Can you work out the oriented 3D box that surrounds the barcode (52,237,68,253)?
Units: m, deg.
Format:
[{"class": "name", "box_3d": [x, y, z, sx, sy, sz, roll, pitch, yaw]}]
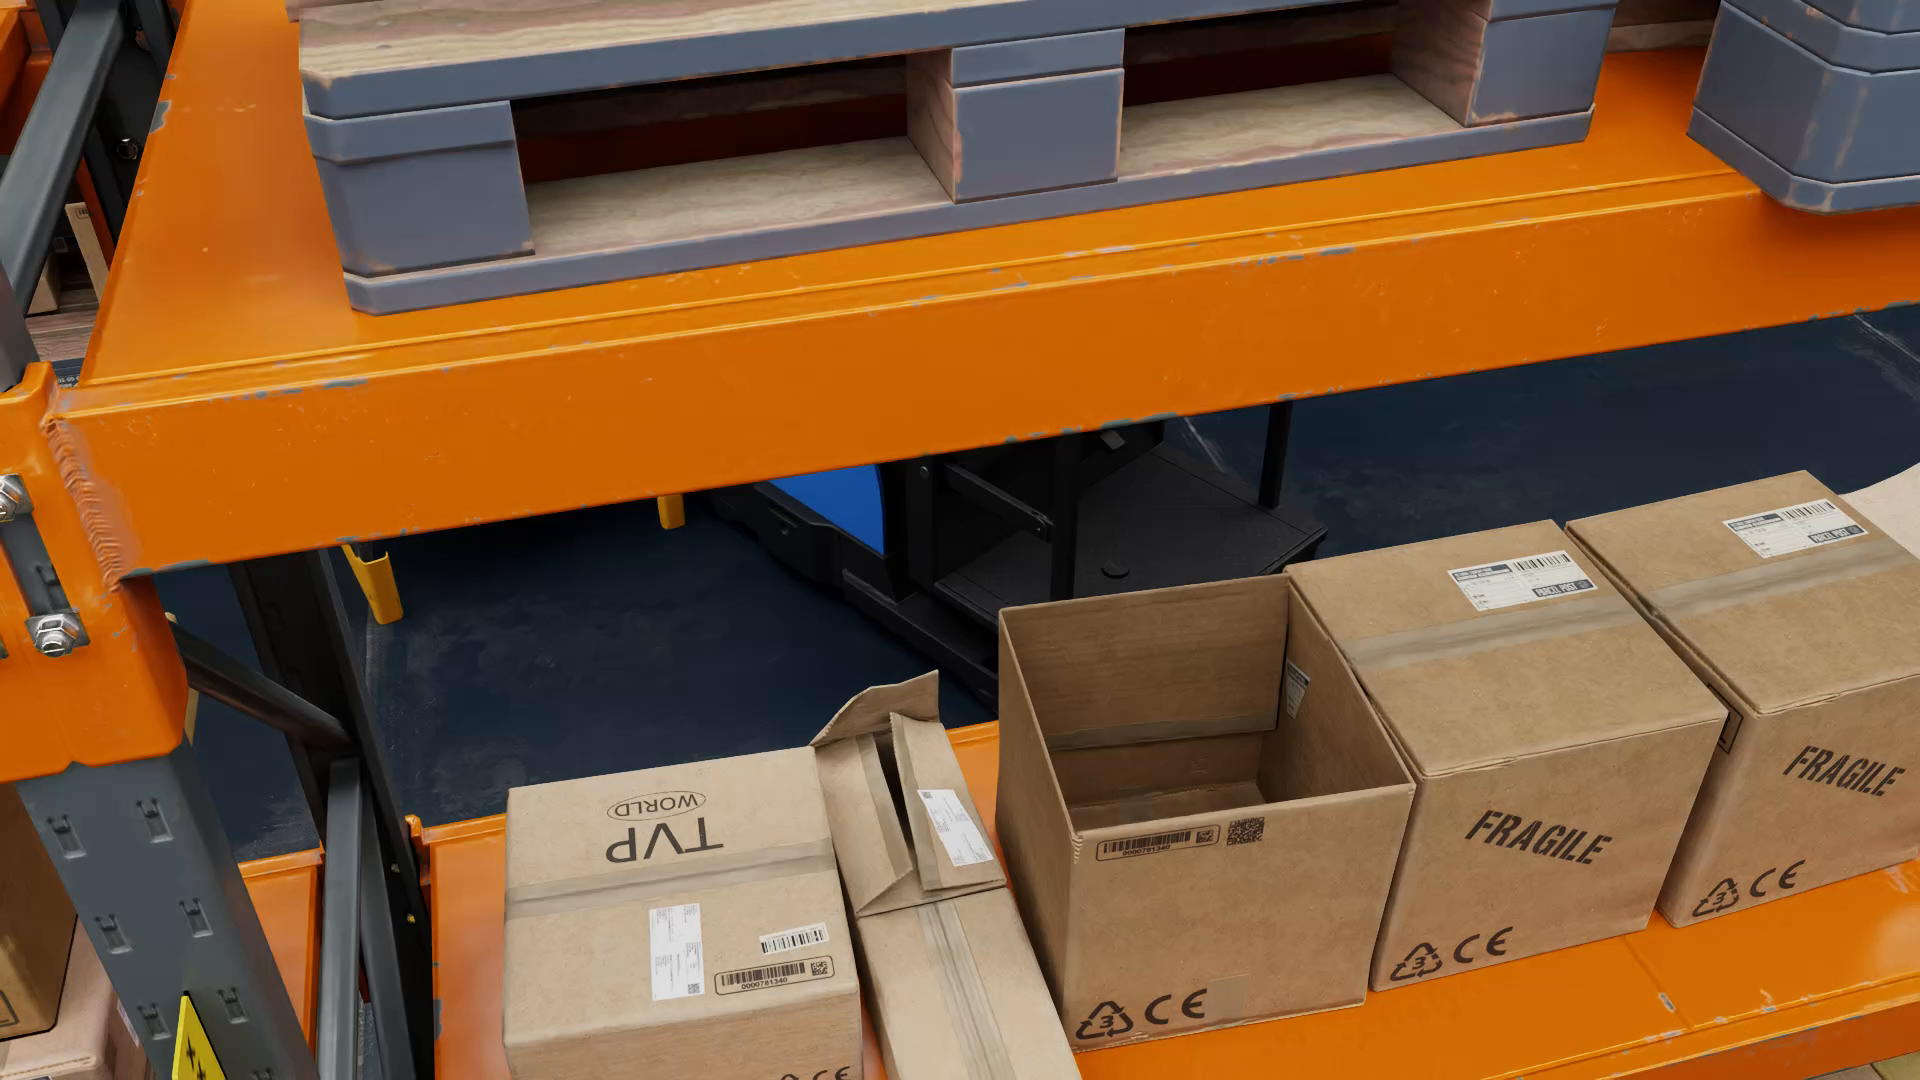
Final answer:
[{"class": "barcode", "box_3d": [-3.658, -1.194, 6.735, 0.075, 0.075, 0.001, -9, 38, -12]}]

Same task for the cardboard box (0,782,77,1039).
[{"class": "cardboard box", "box_3d": [-1.328, 0.177, 1.899, 0.500, 0.500, 0.700, -9, 38, -12]}]

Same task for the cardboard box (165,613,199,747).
[{"class": "cardboard box", "box_3d": [-1.212, 0.290, 2.286, 0.250, 0.149, 0.380, -9, 38, -12]}]

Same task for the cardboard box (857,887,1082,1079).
[{"class": "cardboard box", "box_3d": [0.007, 0.738, 2.524, 0.250, 0.149, 0.380, -9, 38, -12]}]

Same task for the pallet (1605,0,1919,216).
[{"class": "pallet", "box_3d": [1.249, -0.753, 1.952, 1.213, 0.211, 1.003, -8, 38, -10]}]

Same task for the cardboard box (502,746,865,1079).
[{"class": "cardboard box", "box_3d": [-0.438, 0.614, 2.602, 0.500, 0.250, 0.500, -7, 38, -9]}]

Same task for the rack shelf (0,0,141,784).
[{"class": "rack shelf", "box_3d": [-2.832, 0.069, 1.314, 4.000, 0.370, 1.077, -9, 38, -12]}]

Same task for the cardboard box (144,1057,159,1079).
[{"class": "cardboard box", "box_3d": [-1.328, 0.693, 2.293, 0.500, 0.500, 0.700, -10, 39, -13]}]

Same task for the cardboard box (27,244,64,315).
[{"class": "cardboard box", "box_3d": [-3.746, -1.048, 6.635, 0.250, 0.149, 0.380, -12, 39, -16]}]

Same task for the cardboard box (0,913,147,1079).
[{"class": "cardboard box", "box_3d": [-1.108, 0.530, 1.973, 0.250, 0.149, 0.380, -9, 38, -12]}]

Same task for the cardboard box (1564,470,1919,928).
[{"class": "cardboard box", "box_3d": [1.344, 0.260, 2.859, 0.500, 0.500, 0.500, -11, 39, -14]}]

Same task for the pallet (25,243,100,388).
[{"class": "pallet", "box_3d": [-4.016, -0.817, 6.644, 1.213, 0.211, 1.003, -9, 38, -12]}]

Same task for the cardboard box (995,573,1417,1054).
[{"class": "cardboard box", "box_3d": [0.353, 0.423, 2.646, 0.500, 0.500, 0.500, -7, 38, -9]}]

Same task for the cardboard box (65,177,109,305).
[{"class": "cardboard box", "box_3d": [-3.188, -1.241, 6.598, 0.500, 0.500, 0.500, -12, 39, -15]}]

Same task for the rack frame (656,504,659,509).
[{"class": "rack frame", "box_3d": [-1.137, -0.793, 5.552, 0.032, 1.500, 0.500, -20, 42, -24]}]

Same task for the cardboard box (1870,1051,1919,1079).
[{"class": "cardboard box", "box_3d": [2.019, 1.041, 3.376, 0.500, 0.311, 0.500, -10, 39, -13]}]

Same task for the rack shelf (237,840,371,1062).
[{"class": "rack shelf", "box_3d": [-2.832, 1.261, 2.225, 4.000, 0.370, 1.077, -9, 38, -12]}]

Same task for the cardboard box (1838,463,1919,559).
[{"class": "cardboard box", "box_3d": [2.046, 0.088, 3.239, 0.500, 0.311, 0.500, -10, 38, -12]}]

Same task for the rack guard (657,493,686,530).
[{"class": "rack guard", "box_3d": [-1.138, -0.296, 5.931, 0.087, 0.250, 0.587, -20, 42, -24]}]

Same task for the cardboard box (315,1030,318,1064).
[{"class": "cardboard box", "box_3d": [-1.431, 1.176, 3.045, 0.500, 0.500, 0.500, -9, 38, -12]}]

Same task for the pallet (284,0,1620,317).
[{"class": "pallet", "box_3d": [-0.053, -0.604, 1.760, 1.217, 0.209, 0.805, -11, 39, -14]}]

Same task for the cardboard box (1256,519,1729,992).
[{"class": "cardboard box", "box_3d": [0.836, 0.344, 2.750, 0.500, 0.500, 0.500, -9, 38, -12]}]

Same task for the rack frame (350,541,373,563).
[{"class": "rack frame", "box_3d": [-2.010, -0.476, 5.138, 0.032, 1.500, 0.500, -20, 42, -24]}]

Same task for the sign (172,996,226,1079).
[{"class": "sign", "box_3d": [-0.755, 0.608, 1.708, 0.005, 0.325, 0.100, -9, 38, -12]}]

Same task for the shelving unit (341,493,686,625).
[{"class": "shelving unit", "box_3d": [-1.565, -0.637, 5.349, 1.083, 1.500, 0.587, -20, 42, -24]}]

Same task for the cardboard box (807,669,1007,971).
[{"class": "cardboard box", "box_3d": [-0.101, 0.465, 2.784, 0.258, 0.266, 0.396, -10, 39, -13]}]

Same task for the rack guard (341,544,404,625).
[{"class": "rack guard", "box_3d": [-1.993, 0.014, 5.526, 0.087, 0.250, 0.587, -20, 42, -24]}]

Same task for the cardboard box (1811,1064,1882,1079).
[{"class": "cardboard box", "box_3d": [1.530, 1.119, 3.274, 0.500, 0.311, 0.500, -10, 38, -12]}]

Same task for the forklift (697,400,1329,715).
[{"class": "forklift", "box_3d": [0.445, -0.893, 4.505, 1.130, 2.935, 3.031, -31, 47, -34]}]

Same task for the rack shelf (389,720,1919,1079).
[{"class": "rack shelf", "box_3d": [1.029, 0.627, 3.053, 4.000, 0.370, 1.077, -9, 38, -12]}]

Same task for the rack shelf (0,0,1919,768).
[{"class": "rack shelf", "box_3d": [1.029, -0.564, 2.142, 4.000, 0.370, 1.077, -9, 38, -12]}]
